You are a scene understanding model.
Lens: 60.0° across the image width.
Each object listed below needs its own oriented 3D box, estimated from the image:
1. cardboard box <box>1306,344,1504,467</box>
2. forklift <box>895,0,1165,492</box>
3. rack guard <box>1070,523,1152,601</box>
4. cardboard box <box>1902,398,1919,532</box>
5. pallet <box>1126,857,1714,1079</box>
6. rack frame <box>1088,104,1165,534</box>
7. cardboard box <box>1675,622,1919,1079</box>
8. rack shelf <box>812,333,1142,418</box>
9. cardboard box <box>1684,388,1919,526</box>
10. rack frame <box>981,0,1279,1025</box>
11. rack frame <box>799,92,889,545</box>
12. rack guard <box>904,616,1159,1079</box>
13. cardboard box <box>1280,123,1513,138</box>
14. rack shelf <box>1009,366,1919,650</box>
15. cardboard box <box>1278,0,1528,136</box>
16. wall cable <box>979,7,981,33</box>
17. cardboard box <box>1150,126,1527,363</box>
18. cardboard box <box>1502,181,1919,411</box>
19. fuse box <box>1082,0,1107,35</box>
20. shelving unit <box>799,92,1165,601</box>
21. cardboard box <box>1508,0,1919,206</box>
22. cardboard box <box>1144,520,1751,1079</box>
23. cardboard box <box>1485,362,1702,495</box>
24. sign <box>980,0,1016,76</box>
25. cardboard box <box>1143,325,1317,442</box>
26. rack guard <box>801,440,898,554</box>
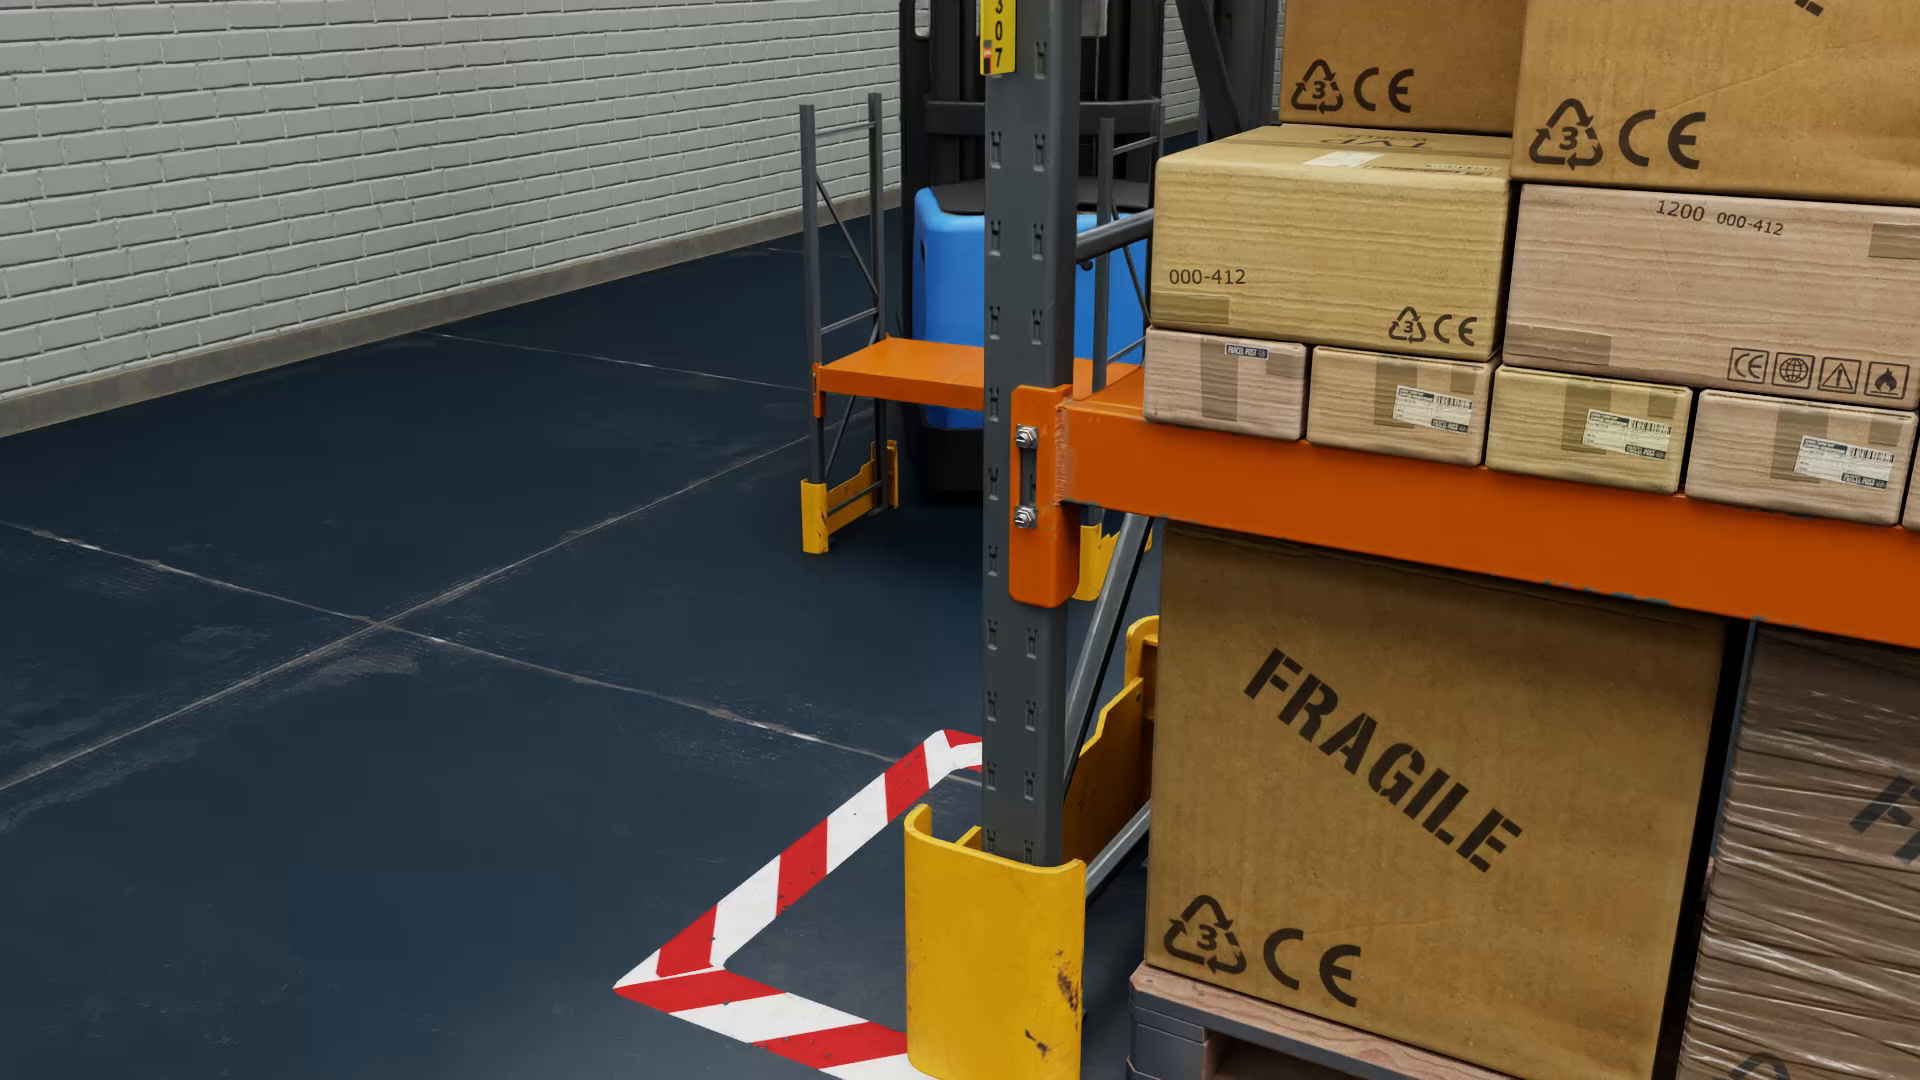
[{"bbox_3d":[0.706,-0.246,2.514,0.250,0.149,0.380,10,22,27],"label":"cardboard box"},{"bbox_3d":[0.271,-2.013,7.117,1.130,2.935,3.031,-2,20,-4],"label":"forklift"},{"bbox_3d":[0.511,-0.015,5.541,0.087,0.250,0.587,9,22,24],"label":"rack guard"},{"bbox_3d":[1.379,-0.118,2.161,0.250,0.149,0.380,10,22,26],"label":"cardboard box"},{"bbox_3d":[1.068,0.857,3.194,1.213,0.211,1.003,11,23,27],"label":"pallet"},{"bbox_3d":[0.528,-0.600,5.320,0.032,1.500,0.500,9,22,24],"label":"rack frame"},{"bbox_3d":[1.724,0.471,2.667,0.875,0.875,0.875,11,23,27],"label":"cardboard box"},{"bbox_3d":[0.070,-0.506,5.588,1.000,0.185,0.538,9,22,24],"label":"rack shelf"},{"bbox_3d":[1.158,-0.161,2.278,0.250,0.149,0.380,10,22,26],"label":"cardboard box"},{"bbox_3d":[0.332,-0.564,3.021,0.127,3.000,1.000,11,23,27],"label":"rack frame"},{"bbox_3d":[-0.388,-0.750,5.733,0.032,1.500,0.500,9,22,24],"label":"rack frame"},{"bbox_3d":[0.311,0.607,3.458,0.348,0.500,1.175,11,23,27],"label":"rack guard"},{"bbox_3d":[0.884,-0.632,2.992,0.500,0.250,0.500,10,22,26],"label":"cardboard box"},{"bbox_3d":[2.078,0.107,2.227,4.000,0.370,1.077,11,23,27],"label":"rack shelf"},{"bbox_3d":[0.885,-0.983,2.860,0.500,0.500,0.500,11,23,28],"label":"cardboard box"},{"bbox_3d":[0.231,-4.937,13.541,0.123,1.953,0.585,11,23,27],"label":"wall cable"},{"bbox_3d":[0.619,-0.473,2.554,0.500,0.250,0.500,10,22,26],"label":"cardboard box"},{"bbox_3d":[1.076,-0.389,2.321,0.500,0.250,0.500,10,22,27],"label":"cardboard box"},{"bbox_3d":[1.383,-4.440,15.597,0.414,1.711,0.539,11,23,27],"label":"fuse box"},{"bbox_3d":[0.062,-0.676,5.530,1.083,1.500,0.587,9,22,24],"label":"shelving unit"},{"bbox_3d":[1.056,-0.742,2.197,0.500,0.500,0.500,10,22,26],"label":"cardboard box"},{"bbox_3d":[0.930,0.320,3.084,0.875,0.875,0.875,11,23,27],"label":"cardboard box"},{"bbox_3d":[0.929,-0.204,2.397,0.250,0.149,0.380,10,22,26],"label":"cardboard box"},{"bbox_3d":[0.056,-0.844,2.407,0.005,0.325,0.100,11,23,27],"label":"sign"},{"bbox_3d":[0.481,-0.289,2.630,0.250,0.149,0.380,11,23,28],"label":"cardboard box"},{"bbox_3d":[-0.387,-0.162,5.946,0.087,0.250,0.587,9,22,24],"label":"rack guard"}]
